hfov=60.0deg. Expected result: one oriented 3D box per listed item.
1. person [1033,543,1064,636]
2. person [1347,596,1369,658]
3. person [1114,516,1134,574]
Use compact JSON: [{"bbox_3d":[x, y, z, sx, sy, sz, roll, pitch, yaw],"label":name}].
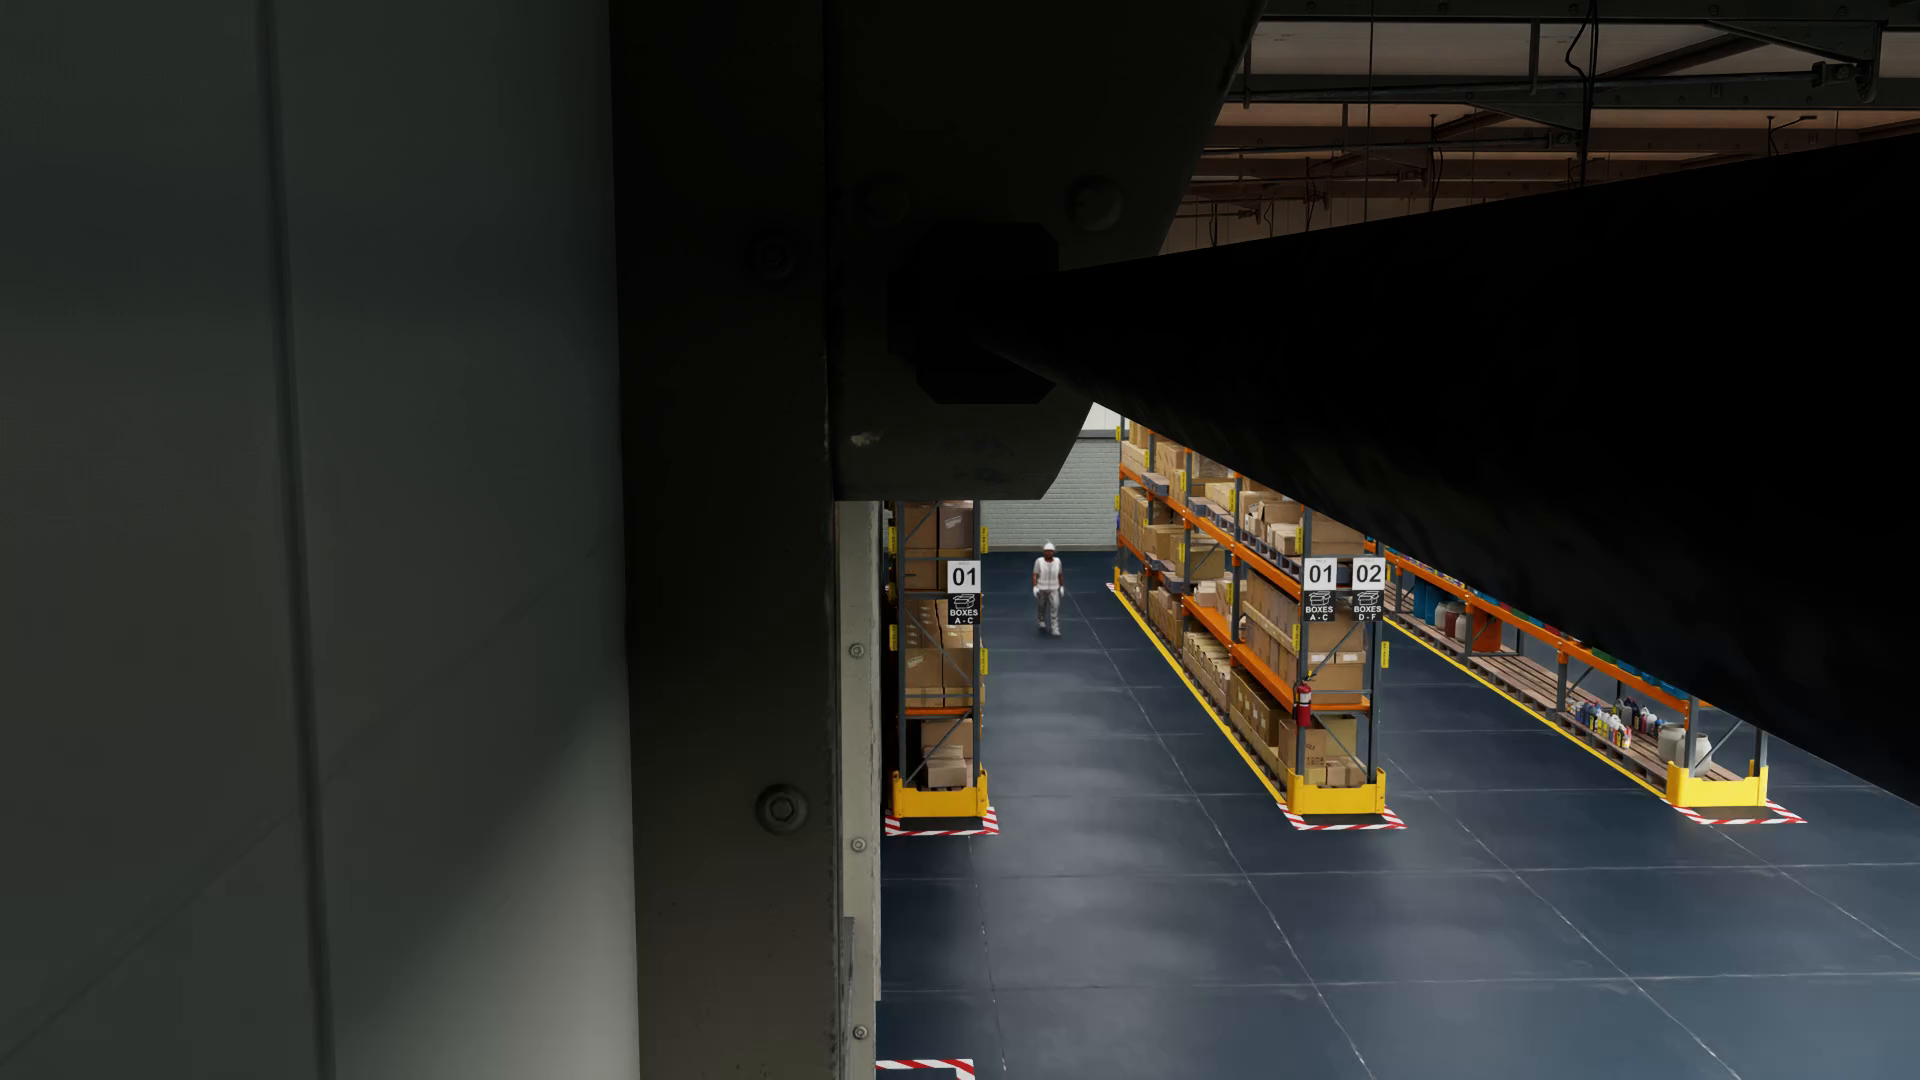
[{"bbox_3d":[1.688,0.924,31.593,0.635,1.727,1.096,-1,8,-6],"label":"person"},{"bbox_3d":[6.277,1.676,26.635,0.425,1.612,1.073,-3,9,-18],"label":"person"},{"bbox_3d":[3.791,-0.026,38.461,0.495,1.630,0.448,7,11,40],"label":"person"}]
